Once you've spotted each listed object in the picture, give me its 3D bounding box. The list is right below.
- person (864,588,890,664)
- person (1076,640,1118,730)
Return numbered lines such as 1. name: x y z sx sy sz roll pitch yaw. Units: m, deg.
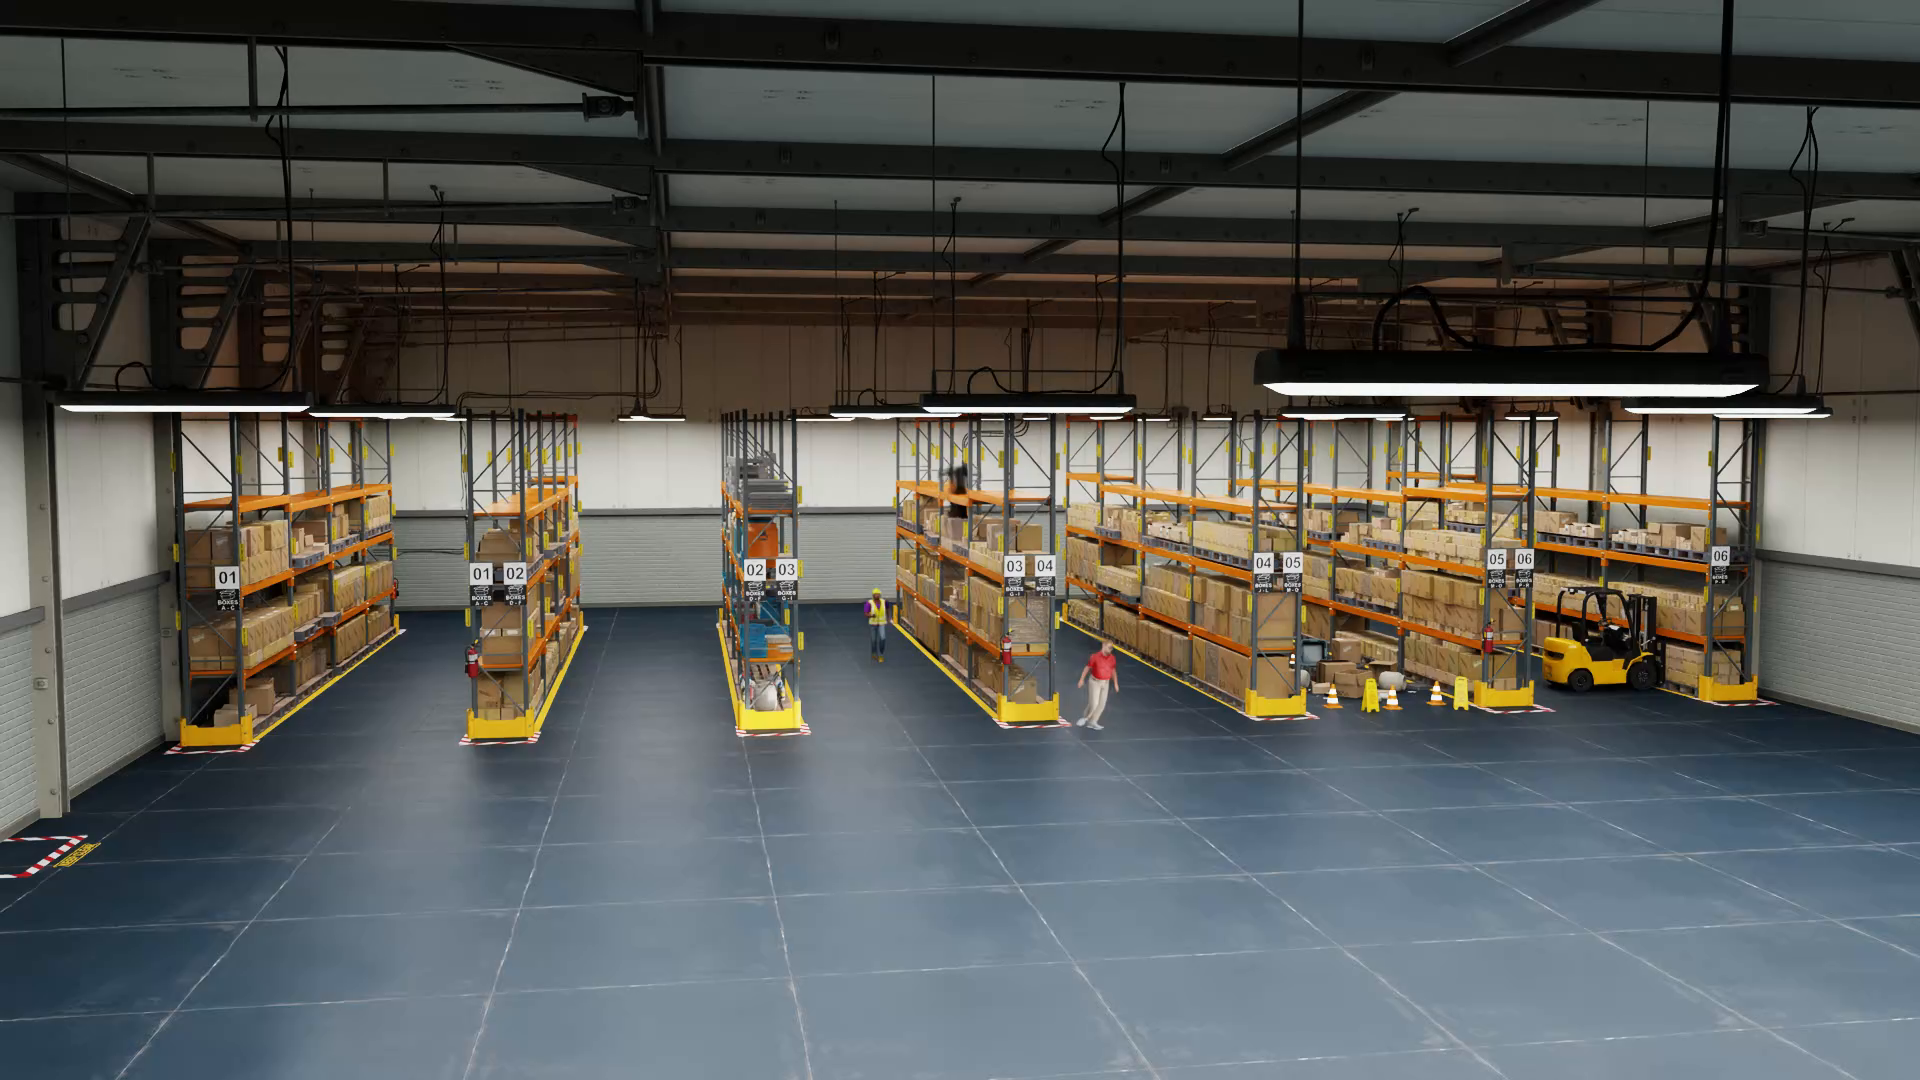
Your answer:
1. person: -1.985 2.044 39.943 0.664 1.777 0.830 -1 4 -9
2. person: 2.574 2.714 31.161 0.707 1.697 0.561 -2 5 -30
